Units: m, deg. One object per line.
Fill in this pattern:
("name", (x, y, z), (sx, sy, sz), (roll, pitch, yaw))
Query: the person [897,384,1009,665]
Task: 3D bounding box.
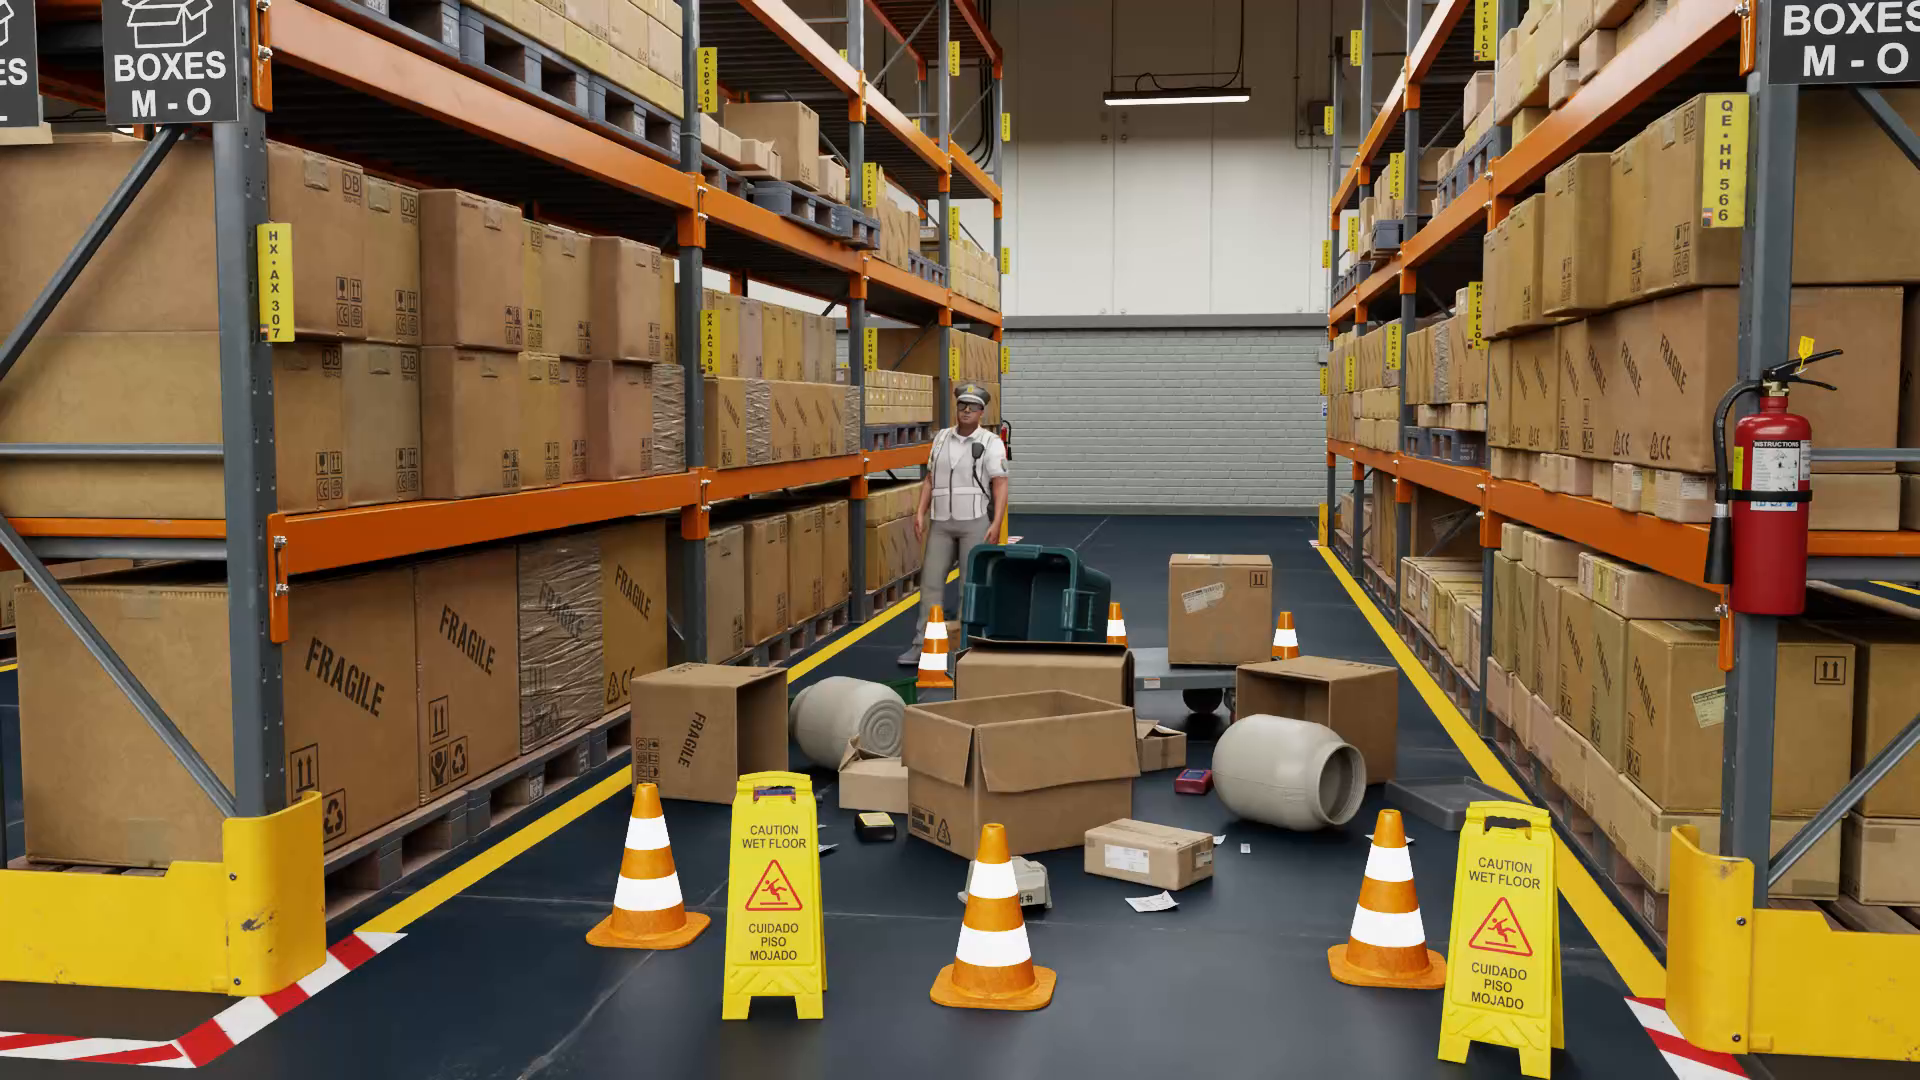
("person", (-0.029, -0.104, 10.619), (0.628, 1.782, 0.576), (2, 5, 21))
